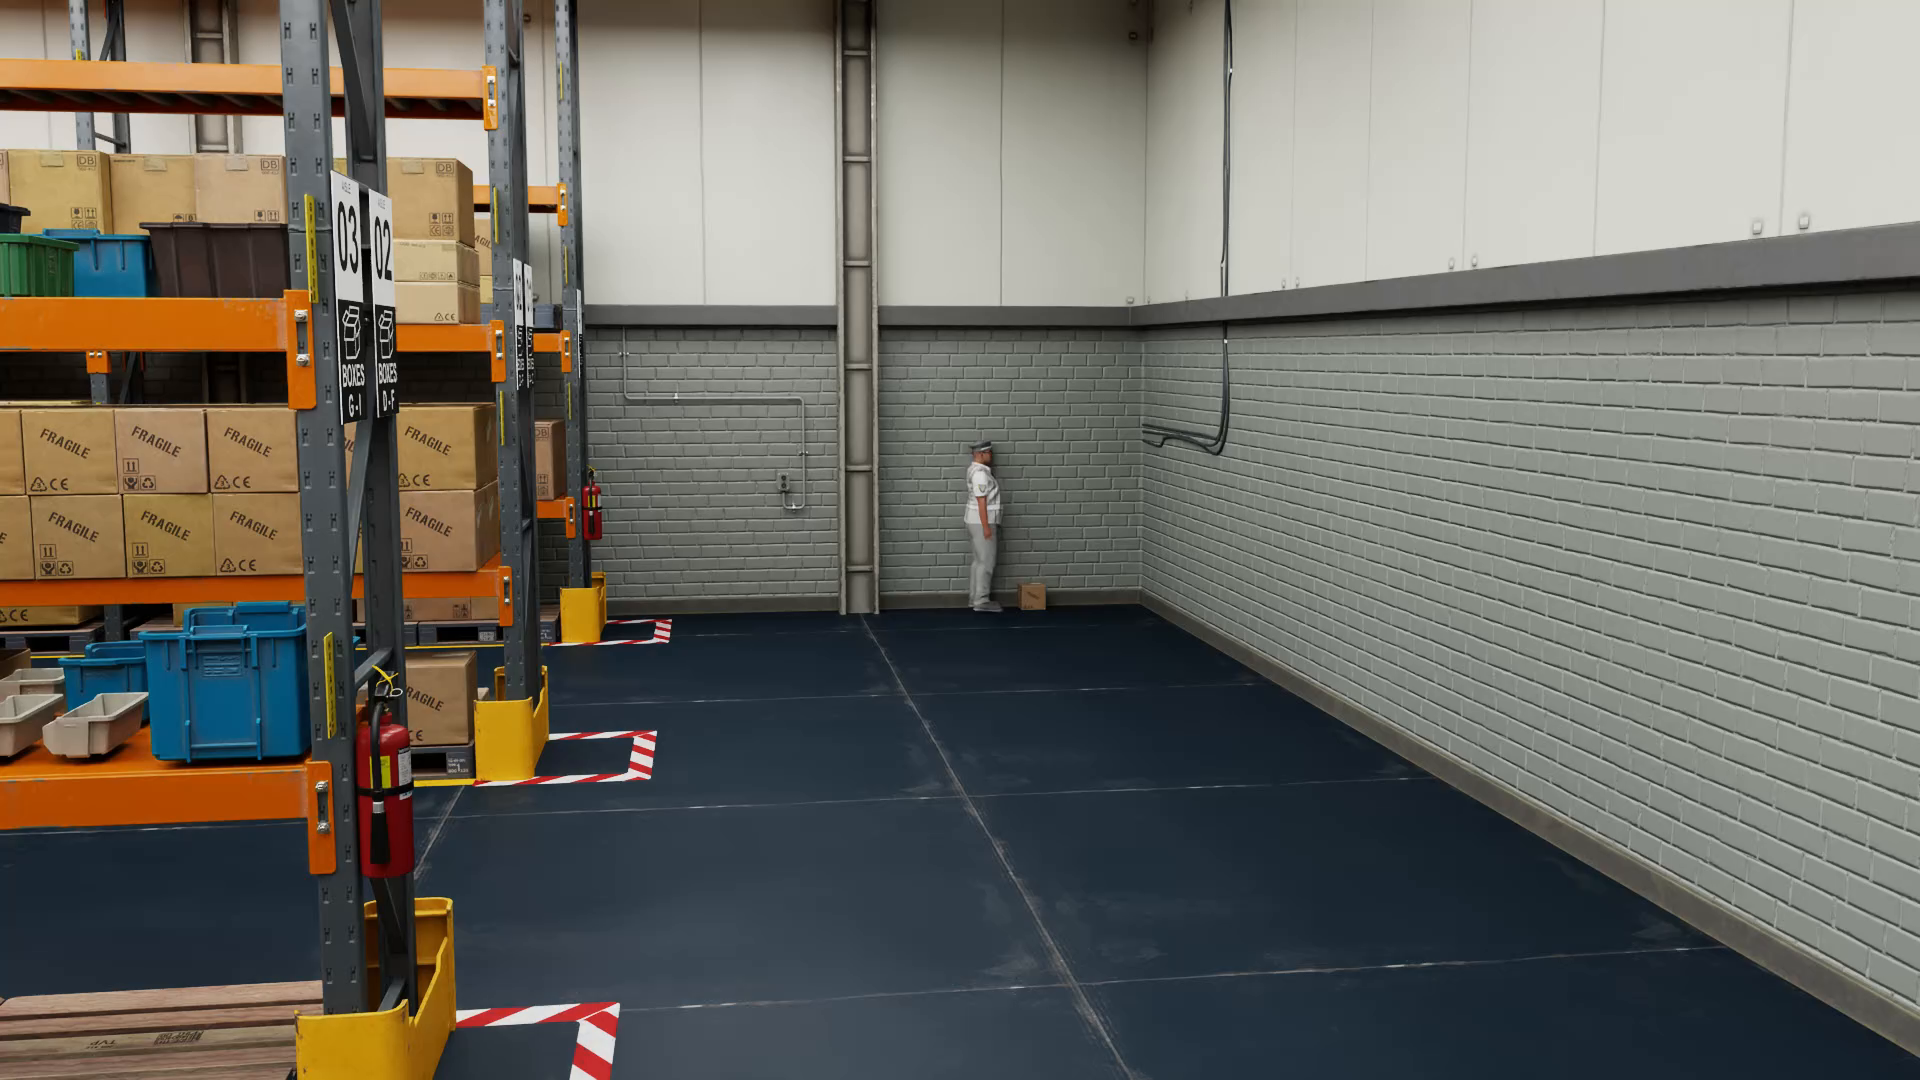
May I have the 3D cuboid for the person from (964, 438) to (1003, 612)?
[{"bbox_3d":[0.241,-0.160,17.067,0.394,1.768,0.532,-1,6,-7],"label":"person"}]
